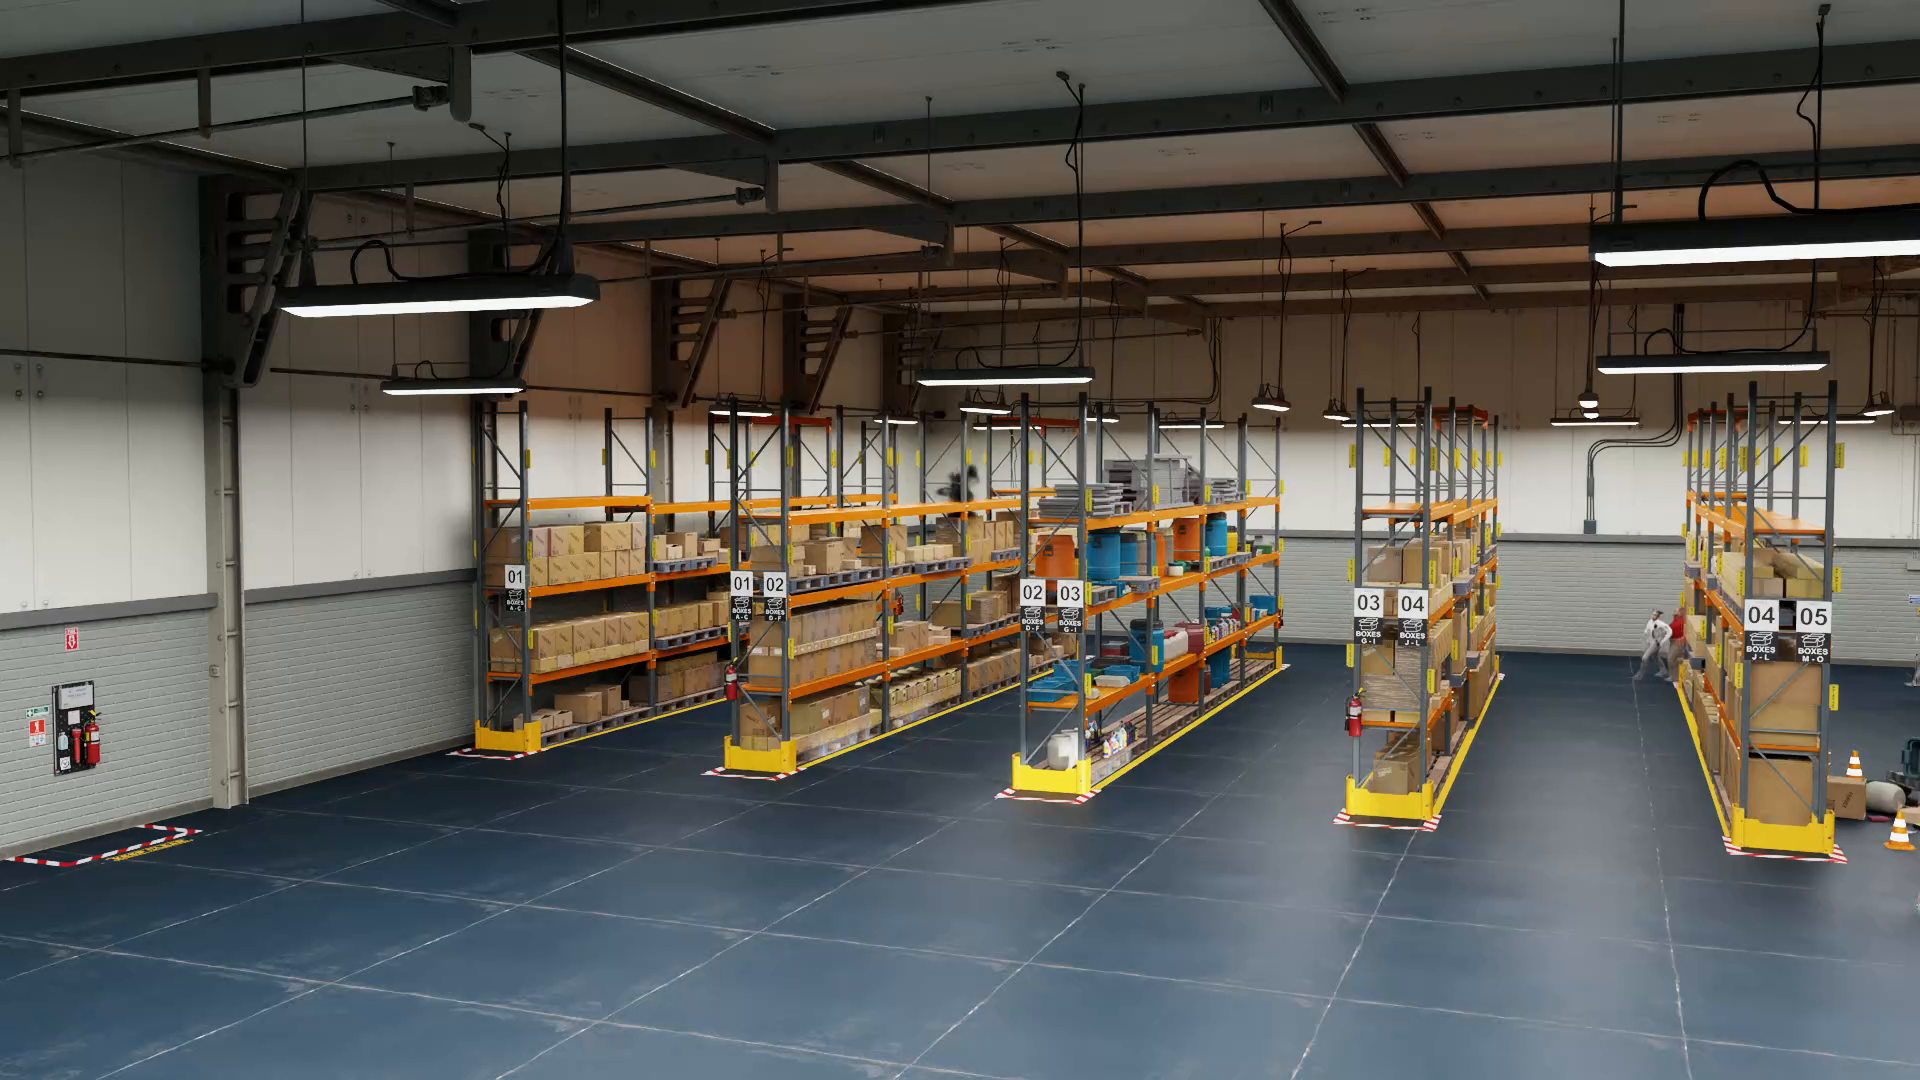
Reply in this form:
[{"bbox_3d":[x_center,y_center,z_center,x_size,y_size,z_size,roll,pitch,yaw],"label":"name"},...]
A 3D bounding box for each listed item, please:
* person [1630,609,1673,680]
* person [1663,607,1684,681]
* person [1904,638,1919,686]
[{"bbox_3d":[15.701,2.366,37.562,0.896,1.658,0.717,0,3,-9],"label":"person"},{"bbox_3d":[16.244,2.351,37.444,0.717,1.707,0.683,0,3,2],"label":"person"},{"bbox_3d":[20.988,2.337,36.066,0.933,1.754,0.741,3,4,43],"label":"person"}]
